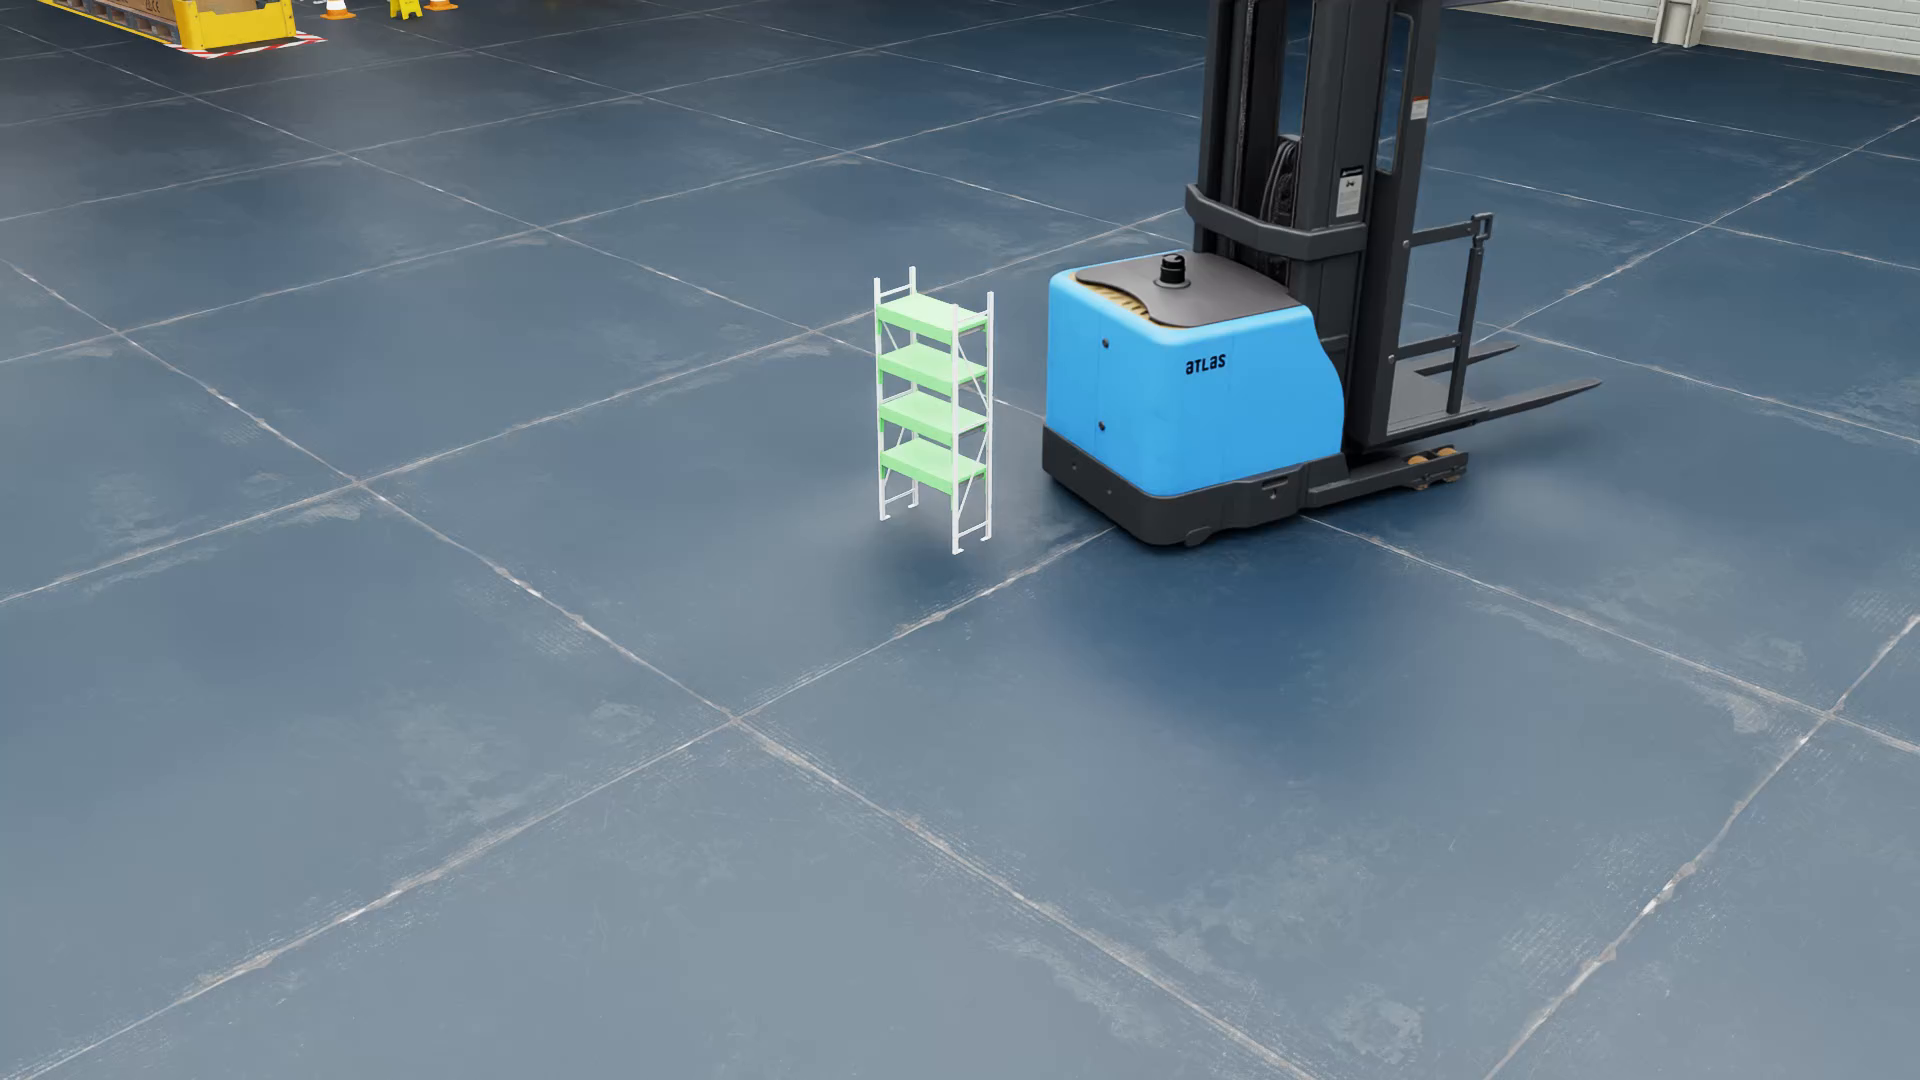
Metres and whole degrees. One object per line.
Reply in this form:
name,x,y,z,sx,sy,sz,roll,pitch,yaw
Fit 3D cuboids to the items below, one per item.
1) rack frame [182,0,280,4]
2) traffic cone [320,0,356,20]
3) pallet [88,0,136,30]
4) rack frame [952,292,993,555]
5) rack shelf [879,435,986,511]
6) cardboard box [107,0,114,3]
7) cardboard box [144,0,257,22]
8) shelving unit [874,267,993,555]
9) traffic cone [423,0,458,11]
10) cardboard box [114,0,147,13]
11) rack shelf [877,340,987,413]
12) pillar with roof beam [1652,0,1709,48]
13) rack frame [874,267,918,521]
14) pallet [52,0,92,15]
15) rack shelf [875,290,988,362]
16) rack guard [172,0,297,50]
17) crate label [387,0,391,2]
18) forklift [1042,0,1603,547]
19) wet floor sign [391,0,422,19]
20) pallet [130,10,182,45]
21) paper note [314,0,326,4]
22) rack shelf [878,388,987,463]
rack frame,-7.836,-6.760,17.384,0.127,3.000,1.000,25,36,38
traffic cone,-7.219,-6.282,19.200,0.334,0.463,0.336,25,36,38
pallet,-9.327,-6.159,19.237,1.213,0.211,1.003,25,36,38
rack frame,0.056,-0.505,7.422,0.015,1.200,0.240,25,36,38
rack shelf,-0.118,-0.316,7.715,0.480,0.148,0.258,25,36,38
cardboard box,-9.644,-6.790,19.271,0.875,0.875,0.875,25,37,39
cardboard box,-8.366,-6.205,18.160,0.875,0.875,0.875,25,37,39
shelving unit,-0.118,-0.585,7.573,0.503,1.200,0.258,25,36,38
traffic cone,-6.185,-6.546,19.702,0.334,0.463,0.336,25,36,38
cardboard box,-8.995,-6.492,18.704,0.875,0.875,0.875,24,36,38
rack shelf,-0.118,-0.741,7.492,0.480,0.148,0.258,25,36,38
pillar with roof beam,4.713,-7.922,13.147,0.400,9.000,9.100,25,36,38
rack frame,-0.292,-0.665,7.725,0.015,1.200,0.240,25,36,38
pallet,-10.201,-6.557,19.994,1.213,0.211,1.003,25,36,38
rack shelf,-0.118,-0.953,7.380,0.480,0.148,0.258,25,36,38
rack guard,-7.819,-5.646,17.951,0.348,0.500,1.175,25,36,38
crate label,-6.789,-6.638,20.227,0.298,0.136,0.250,7,29,13
forklift,1.949,-1.744,7.918,3.031,2.935,1.130,-14,31,-25
wet floor sign,-6.427,-6.366,19.164,0.232,0.644,0.267,18,33,30
pallet,-8.461,-5.761,18.480,1.213,0.211,1.003,25,36,38
paper note,-7.734,-6.507,20.094,0.144,0.017,0.142,-13,30,-22
rack shelf,-0.118,-0.529,7.603,0.480,0.148,0.258,25,36,38
